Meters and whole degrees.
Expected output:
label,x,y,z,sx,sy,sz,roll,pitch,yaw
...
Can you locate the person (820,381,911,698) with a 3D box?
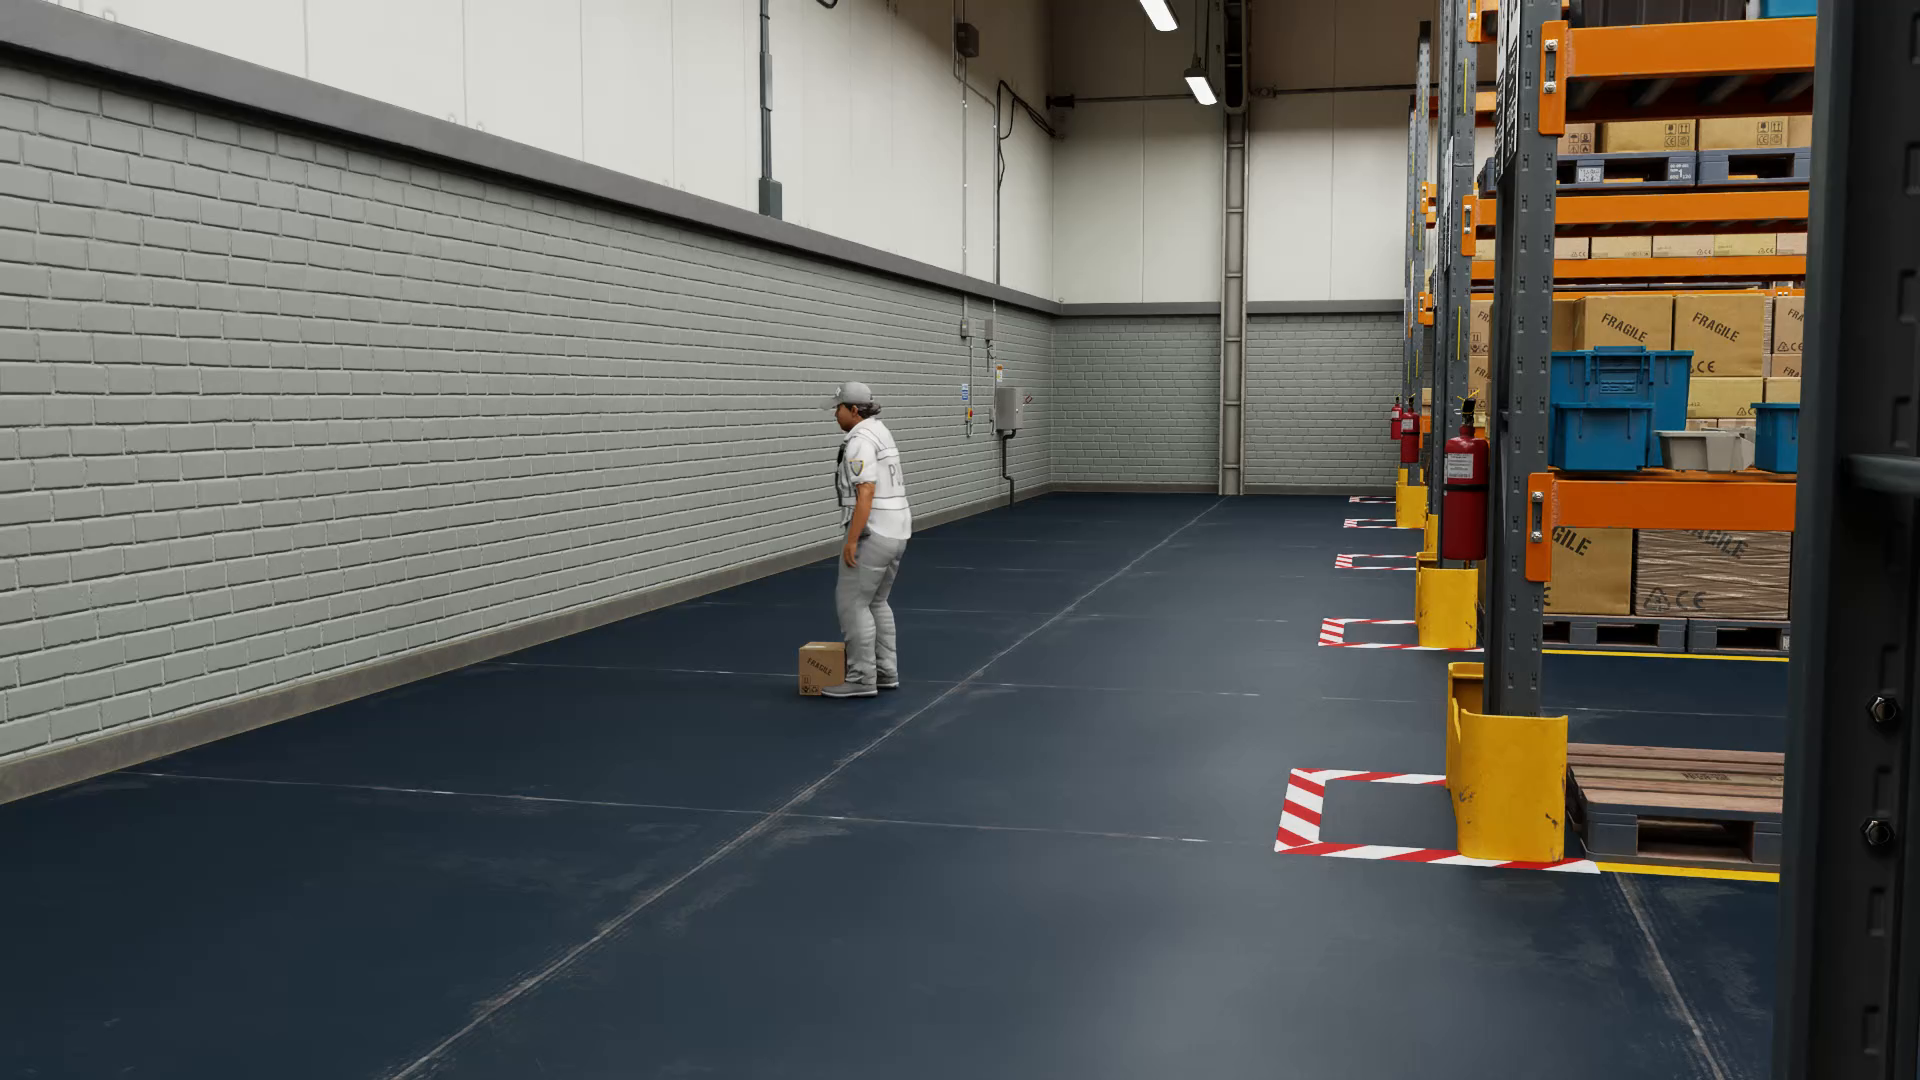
label,x,y,z,sx,sy,sz,roll,pitch,yaw
person,-0.501,-0.009,8.836,0.463,1.667,0.563,1,5,11
